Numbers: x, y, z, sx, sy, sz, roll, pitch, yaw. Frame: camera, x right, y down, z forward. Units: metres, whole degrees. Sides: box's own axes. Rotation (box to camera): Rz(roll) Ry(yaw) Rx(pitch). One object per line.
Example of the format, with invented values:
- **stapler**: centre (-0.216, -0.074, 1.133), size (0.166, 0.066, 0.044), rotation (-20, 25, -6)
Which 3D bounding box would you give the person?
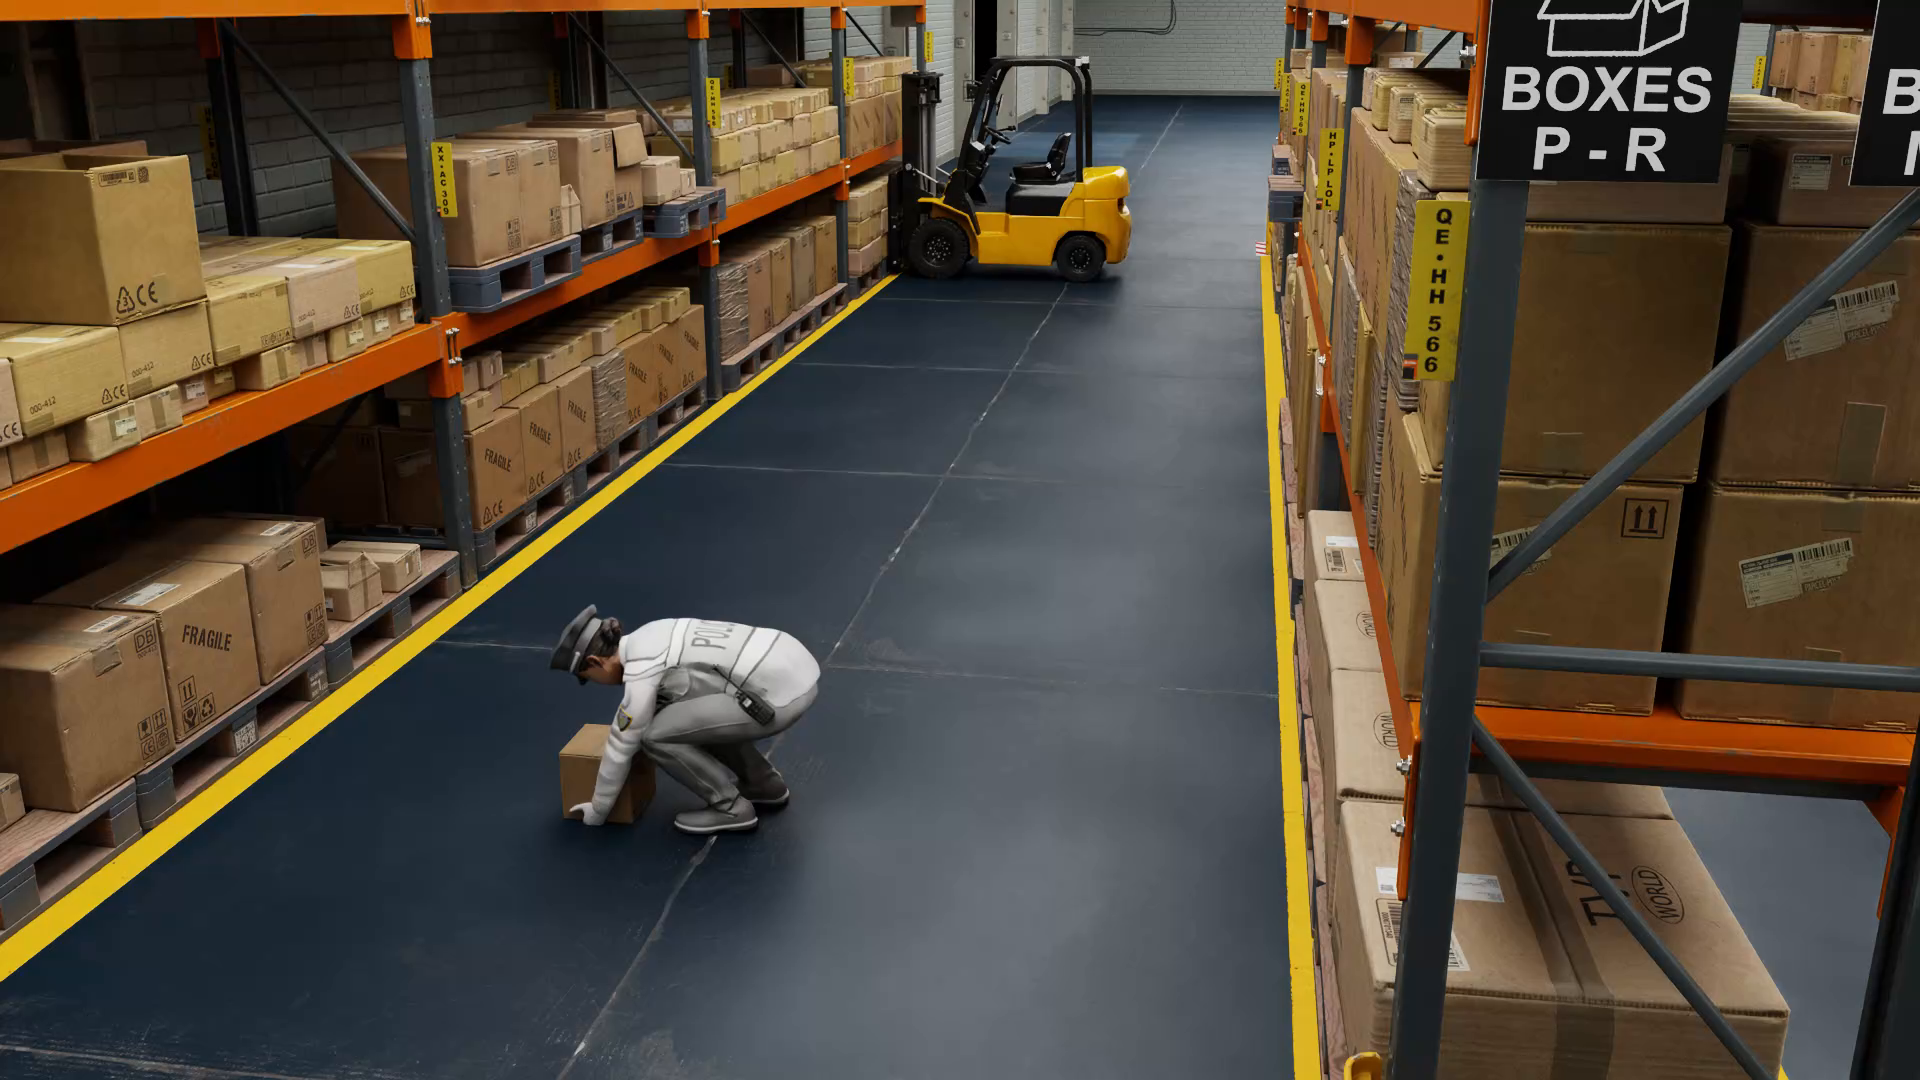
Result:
- **person**: centre (-0.938, 0.601, 5.698), size (0.910, 0.773, 0.449), rotation (2, 18, 7)
